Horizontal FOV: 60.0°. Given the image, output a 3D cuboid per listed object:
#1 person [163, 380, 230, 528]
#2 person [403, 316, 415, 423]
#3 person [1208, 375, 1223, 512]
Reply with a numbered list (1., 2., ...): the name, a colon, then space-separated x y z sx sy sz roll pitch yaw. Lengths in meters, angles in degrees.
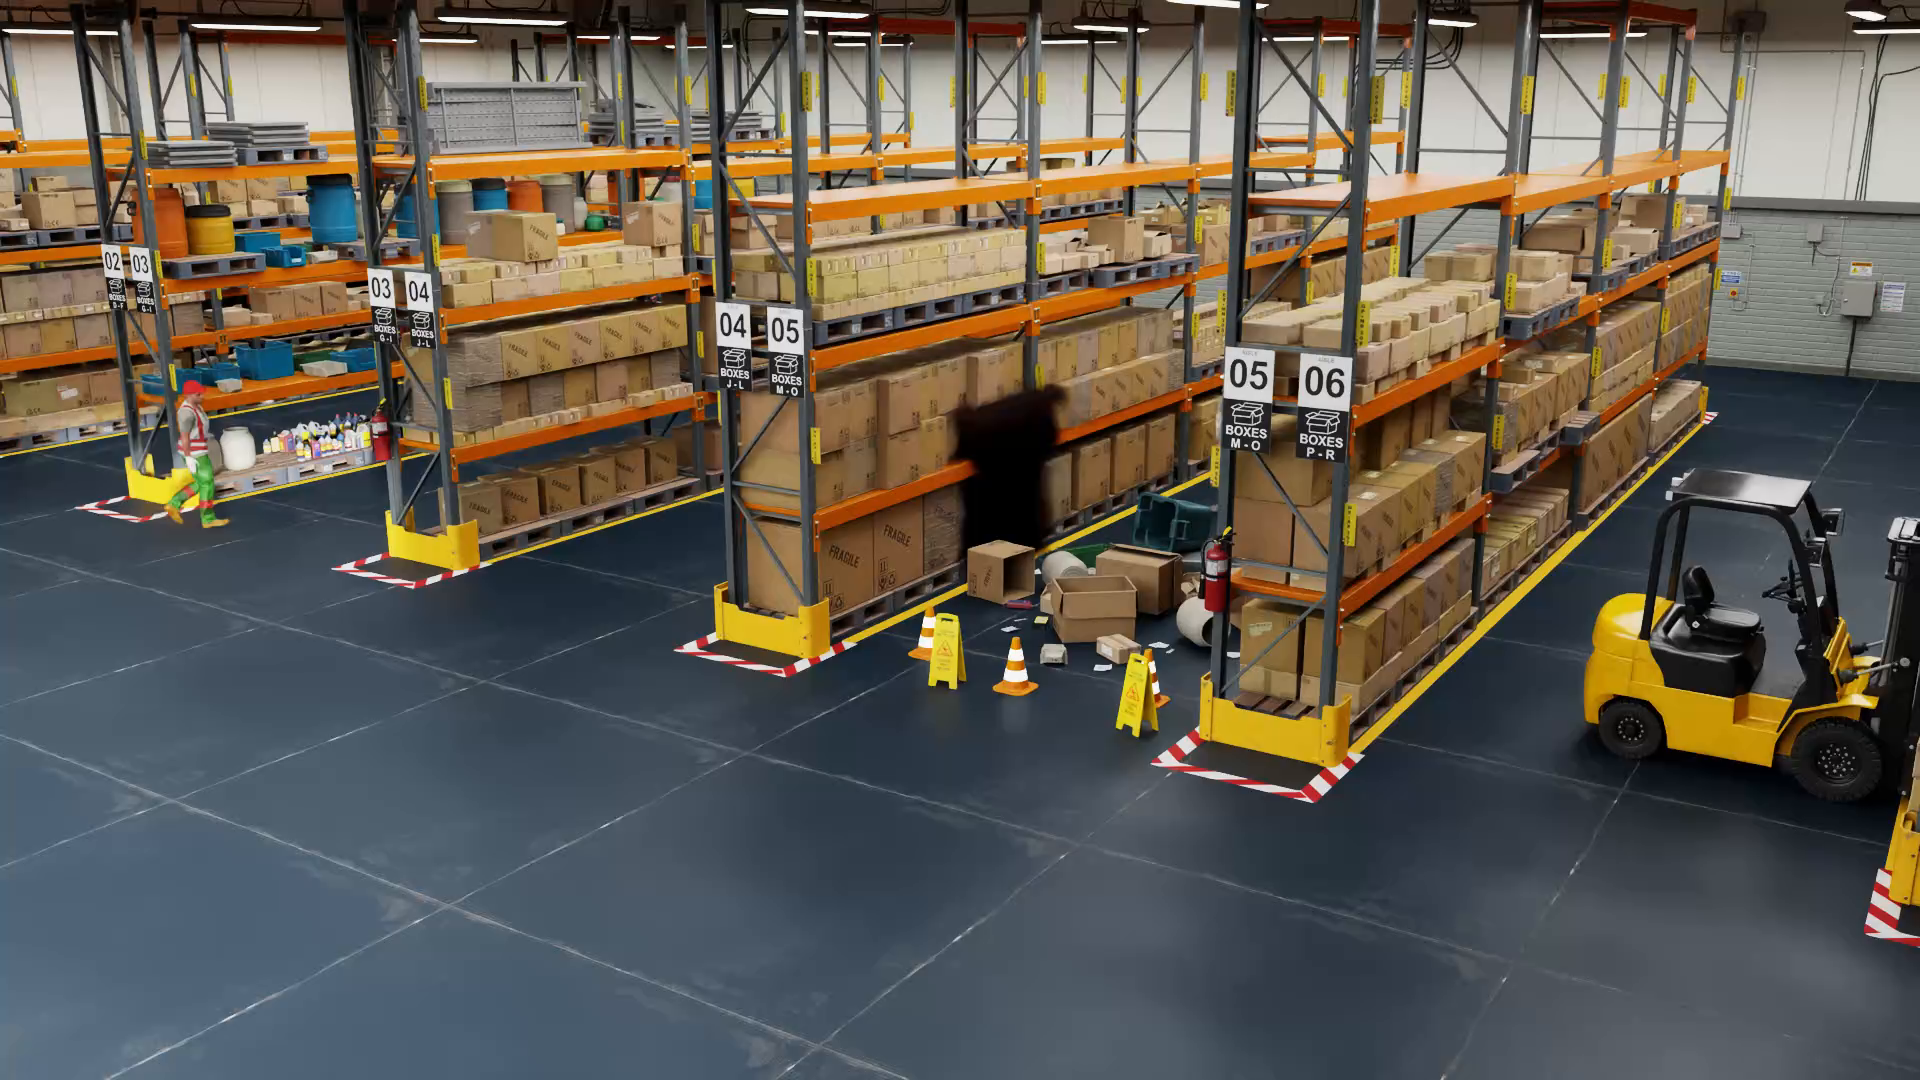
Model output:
1. person: -9.016 -0.998 19.454 0.683 1.773 0.526 -12 19 -36
2. person: -8.270 -2.569 25.254 0.624 1.846 0.400 11 19 35
3. person: 3.330 -1.224 20.322 0.368 1.784 0.602 14 21 41
